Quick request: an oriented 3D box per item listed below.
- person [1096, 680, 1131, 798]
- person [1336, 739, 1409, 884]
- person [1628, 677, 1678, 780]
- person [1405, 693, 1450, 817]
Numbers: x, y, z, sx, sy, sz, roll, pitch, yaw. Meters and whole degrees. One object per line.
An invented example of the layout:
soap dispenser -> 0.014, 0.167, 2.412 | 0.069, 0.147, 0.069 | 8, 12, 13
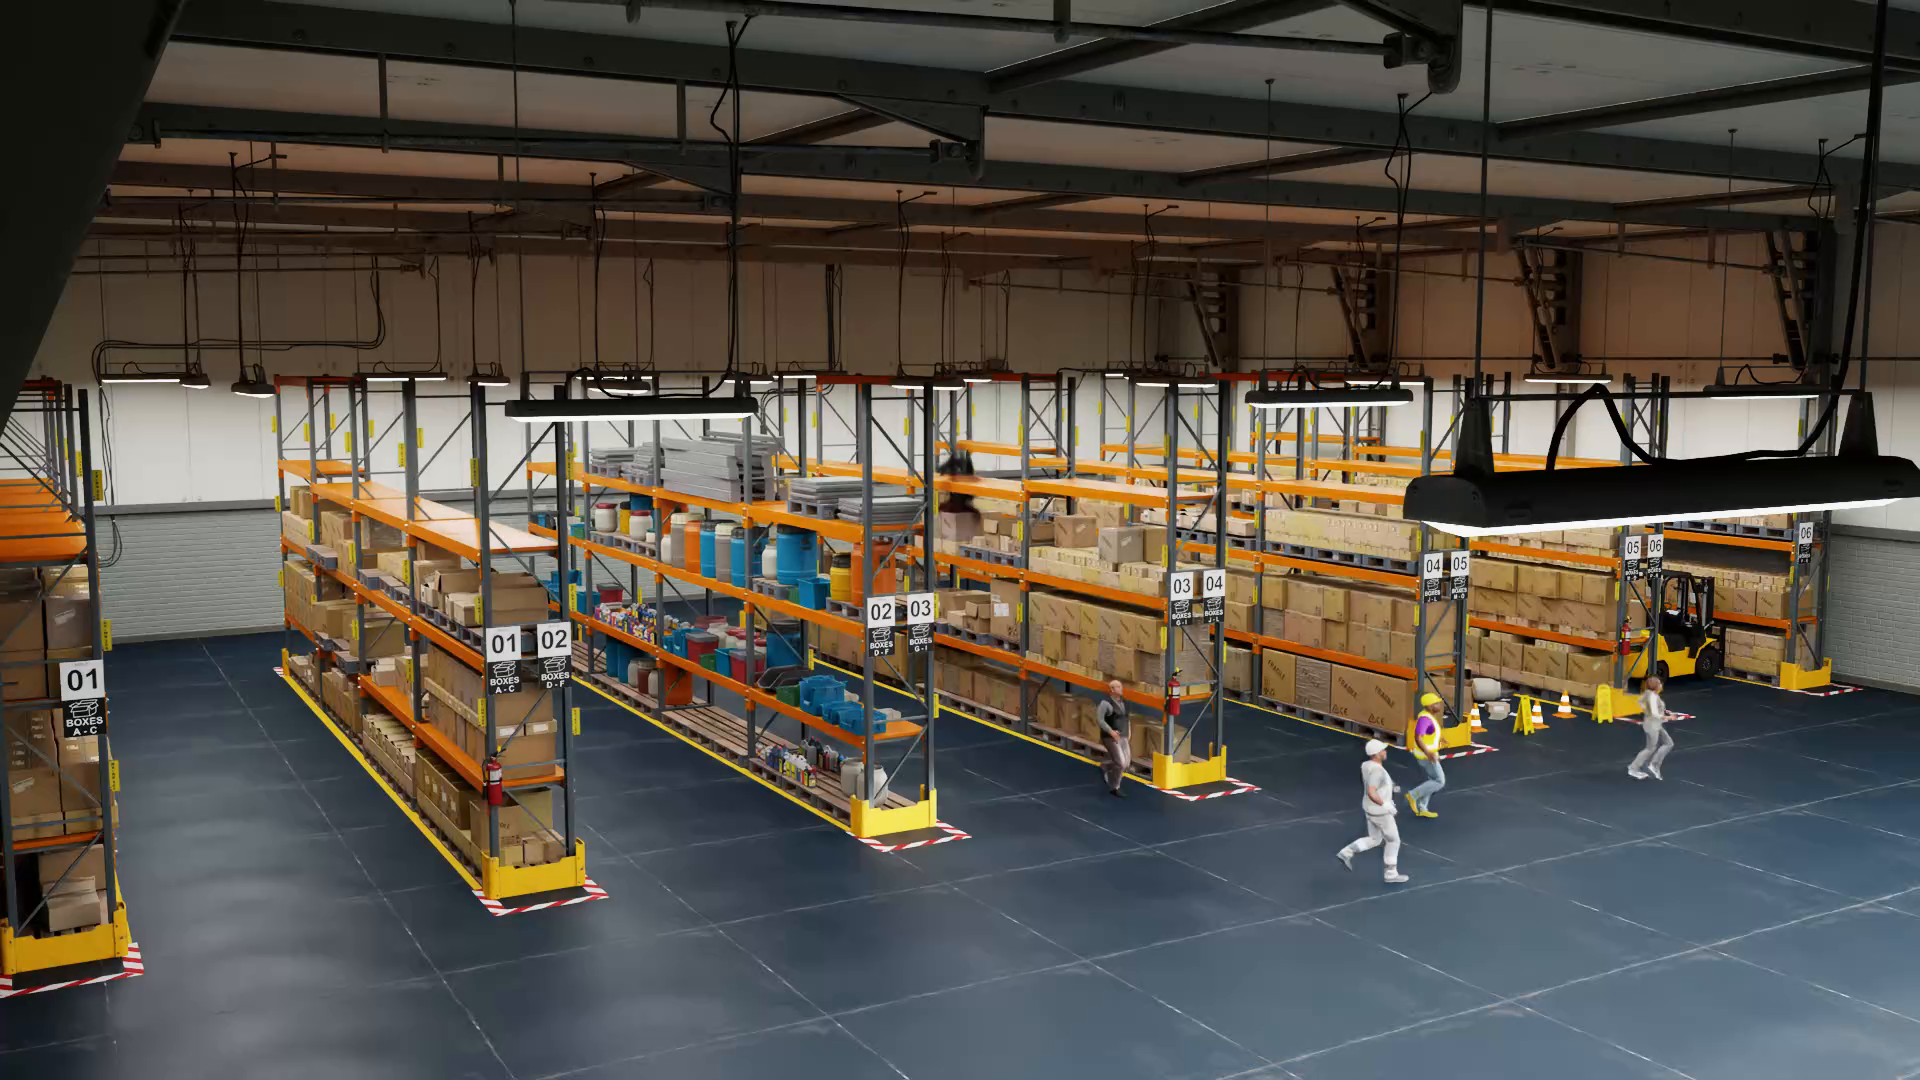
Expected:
person -> 2.209, 2.862, 24.191 | 0.610, 1.687, 0.692 | 6, 9, 44
person -> 4.998, 3.270, 20.027 | 0.868, 1.759, 0.668 | 0, 6, -4
person -> 10.411, 2.825, 24.971 | 0.661, 1.585, 0.548 | 2, 7, 21
person -> 6.465, 2.966, 22.966 | 0.614, 1.731, 0.686 | 1, 6, 10
